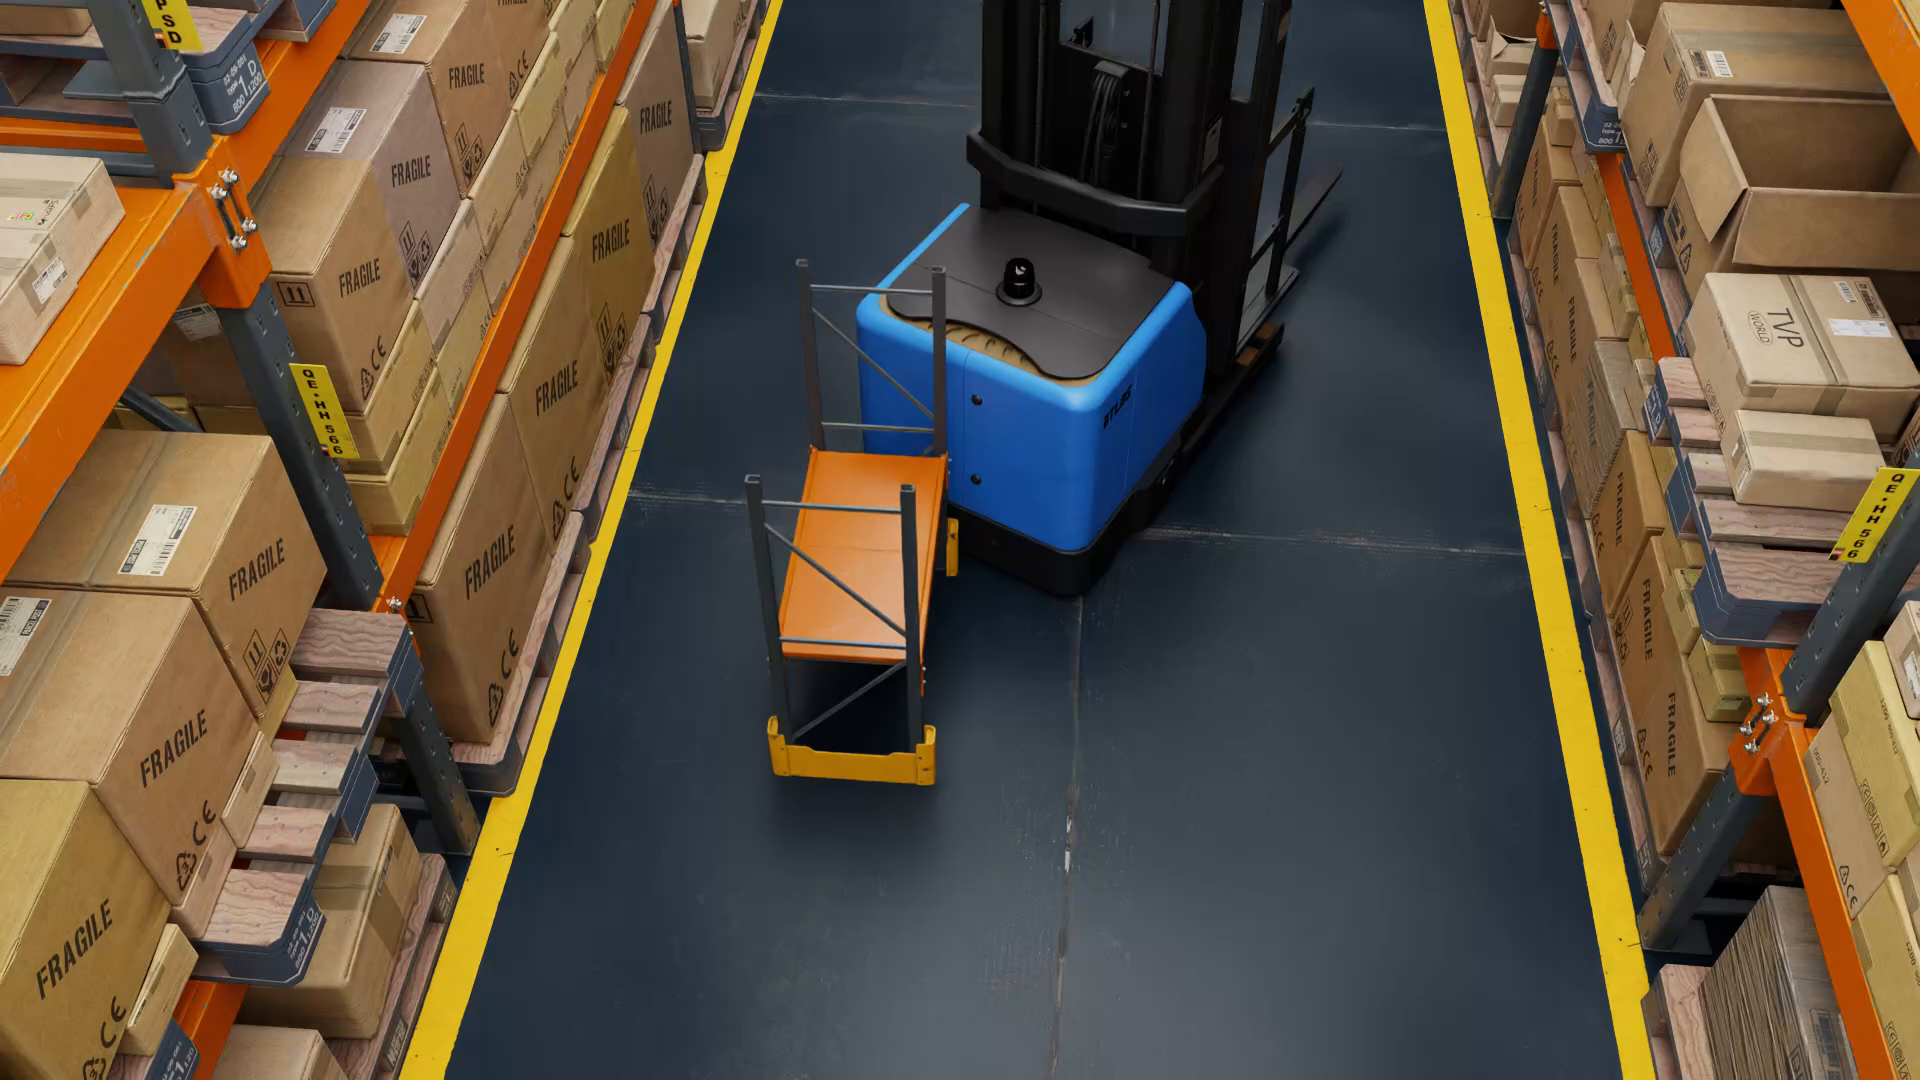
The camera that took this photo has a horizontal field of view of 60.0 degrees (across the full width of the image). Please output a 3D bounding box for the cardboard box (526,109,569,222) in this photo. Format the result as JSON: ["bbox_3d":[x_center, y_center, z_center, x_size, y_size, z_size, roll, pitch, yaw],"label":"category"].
[{"bbox_3d":[-1.761,-1.413,6.111,0.500,0.250,0.500,4,48,4],"label":"cardboard box"}]

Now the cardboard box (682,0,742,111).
[{"bbox_3d":[-1.652,-2.665,8.606,0.875,0.438,0.875,3,48,3],"label":"cardboard box"}]

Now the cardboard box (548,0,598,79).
[{"bbox_3d":[-1.694,-1.963,6.275,0.500,0.250,0.500,5,48,4],"label":"cardboard box"}]

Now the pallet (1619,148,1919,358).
[{"bbox_3d":[2.935,-1.028,5.787,1.003,0.211,1.213,4,48,4],"label":"pallet"}]

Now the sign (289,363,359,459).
[{"bbox_3d":[-1.640,-0.329,4.287,0.100,0.325,0.005,4,48,4],"label":"sign"}]

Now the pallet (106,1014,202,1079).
[{"bbox_3d":[-2.321,1.528,3.450,1.003,0.211,1.213,4,48,4],"label":"pallet"}]

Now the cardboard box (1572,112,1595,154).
[{"bbox_3d":[2.853,-1.780,7.114,0.380,0.149,0.250,2,48,2],"label":"cardboard box"}]

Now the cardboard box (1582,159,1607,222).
[{"bbox_3d":[2.869,-1.476,7.037,0.380,0.149,0.250,2,48,2],"label":"cardboard box"}]

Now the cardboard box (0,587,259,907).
[{"bbox_3d":[-1.982,0.463,3.740,0.500,0.500,0.500,3,48,3],"label":"cardboard box"}]

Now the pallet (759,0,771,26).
[{"bbox_3d":[-1.561,-3.445,9.758,1.003,0.211,1.213,4,48,4],"label":"pallet"}]

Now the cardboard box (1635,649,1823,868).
[{"bbox_3d":[2.587,0.713,5.474,0.500,0.500,0.500,5,48,5],"label":"cardboard box"}]

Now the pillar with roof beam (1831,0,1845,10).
[{"bbox_3d":[-0.199,-5.368,5.561,9.100,9.000,0.400,4,48,4],"label":"pillar with roof beam"}]

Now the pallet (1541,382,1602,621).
[{"bbox_3d":[2.982,-0.162,6.755,1.003,0.211,1.213,4,48,4],"label":"pallet"}]

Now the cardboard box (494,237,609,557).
[{"bbox_3d":[-1.950,-0.576,6.399,0.875,0.875,0.875,4,48,4],"label":"cardboard box"}]

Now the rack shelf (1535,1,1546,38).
[{"bbox_3d":[3.309,-3.829,8.707,1.077,0.370,4.000,4,48,4],"label":"rack shelf"}]

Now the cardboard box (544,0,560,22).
[{"bbox_3d":[-1.713,-2.208,5.991,0.500,0.500,0.500,5,48,5],"label":"cardboard box"}]

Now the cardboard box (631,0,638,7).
[{"bbox_3d":[-1.606,-2.536,7.139,0.500,0.250,0.500,3,48,3],"label":"cardboard box"}]

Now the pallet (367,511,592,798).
[{"bbox_3d":[-2.034,0.373,6.266,1.003,0.211,1.213,4,48,4],"label":"pallet"}]

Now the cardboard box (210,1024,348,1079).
[{"bbox_3d":[-2.302,1.708,4.651,0.950,0.372,0.625,3,48,3],"label":"cardboard box"}]

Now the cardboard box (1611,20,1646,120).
[{"bbox_3d":[2.618,-1.704,6.082,0.396,0.266,0.258,6,48,5],"label":"cardboard box"}]

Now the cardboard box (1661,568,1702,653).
[{"bbox_3d":[2.549,0.237,5.470,0.380,0.149,0.250,2,48,2],"label":"cardboard box"}]

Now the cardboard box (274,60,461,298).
[{"bbox_3d":[-1.857,-1.077,4.957,0.500,0.500,0.500,4,48,4],"label":"cardboard box"}]

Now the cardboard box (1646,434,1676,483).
[{"bbox_3d":[2.709,-0.328,5.987,0.380,0.149,0.250,3,48,3],"label":"cardboard box"}]

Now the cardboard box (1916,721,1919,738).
[{"bbox_3d":[2.417,0.495,3.757,0.380,0.149,0.250,5,48,4],"label":"cardboard box"}]

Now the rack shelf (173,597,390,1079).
[{"bbox_3d":[-2.363,1.718,3.633,1.077,0.370,4.000,4,48,4],"label":"rack shelf"}]

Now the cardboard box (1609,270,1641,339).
[{"bbox_3d":[2.773,-0.910,6.519,0.380,0.149,0.250,5,48,5],"label":"cardboard box"}]

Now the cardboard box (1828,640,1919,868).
[{"bbox_3d":[2.454,0.527,3.998,0.500,0.250,0.500,4,48,3],"label":"cardboard box"}]

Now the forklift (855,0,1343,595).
[{"bbox_3d":[0.798,-1.851,6.457,1.130,2.935,3.031,24,52,21],"label":"forklift"}]

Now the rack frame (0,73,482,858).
[{"bbox_3d":[-2.181,0.006,4.712,1.000,3.000,0.127,4,48,4],"label":"rack frame"}]

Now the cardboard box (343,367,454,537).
[{"bbox_3d":[-1.886,-0.286,5.081,0.500,0.250,0.500,3,48,3],"label":"cardboard box"}]

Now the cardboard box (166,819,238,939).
[{"bbox_3d":[-1.938,0.780,3.890,0.380,0.149,0.250,2,48,2],"label":"cardboard box"}]

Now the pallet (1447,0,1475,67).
[{"bbox_3d":[3.299,-3.065,9.410,1.003,0.211,1.213,4,48,4],"label":"pallet"}]

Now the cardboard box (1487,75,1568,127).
[{"bbox_3d":[2.885,-2.211,8.387,0.380,0.149,0.250,3,48,2],"label":"cardboard box"}]

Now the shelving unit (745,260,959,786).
[{"bbox_3d":[-0.339,-0.041,5.771,0.587,1.500,1.083,3,48,3],"label":"shelving unit"}]

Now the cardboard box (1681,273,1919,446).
[{"bbox_3d":[2.536,-0.551,5.039,0.500,0.250,0.500,2,48,2],"label":"cardboard box"}]

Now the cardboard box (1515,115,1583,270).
[{"bbox_3d":[2.859,-1.560,7.554,0.500,0.500,0.500,6,48,5],"label":"cardboard box"}]

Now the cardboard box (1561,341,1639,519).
[{"bbox_3d":[2.717,-0.421,6.512,0.500,0.500,0.500,2,48,2],"label":"cardboard box"}]

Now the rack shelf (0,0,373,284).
[{"bbox_3d":[-1.999,-2.234,5.215,1.077,0.370,4.000,4,48,4],"label":"rack shelf"}]

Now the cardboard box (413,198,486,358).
[{"bbox_3d":[-1.841,-0.848,5.256,0.500,0.250,0.500,5,48,4],"label":"cardboard box"}]

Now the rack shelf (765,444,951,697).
[{"bbox_3d":[-0.340,0.087,5.898,0.538,0.185,1.000,3,48,3],"label":"rack shelf"}]

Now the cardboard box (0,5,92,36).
[{"bbox_3d":[-2.297,-1.470,3.675,0.797,0.503,0.637,1,48,1],"label":"cardboard box"}]
